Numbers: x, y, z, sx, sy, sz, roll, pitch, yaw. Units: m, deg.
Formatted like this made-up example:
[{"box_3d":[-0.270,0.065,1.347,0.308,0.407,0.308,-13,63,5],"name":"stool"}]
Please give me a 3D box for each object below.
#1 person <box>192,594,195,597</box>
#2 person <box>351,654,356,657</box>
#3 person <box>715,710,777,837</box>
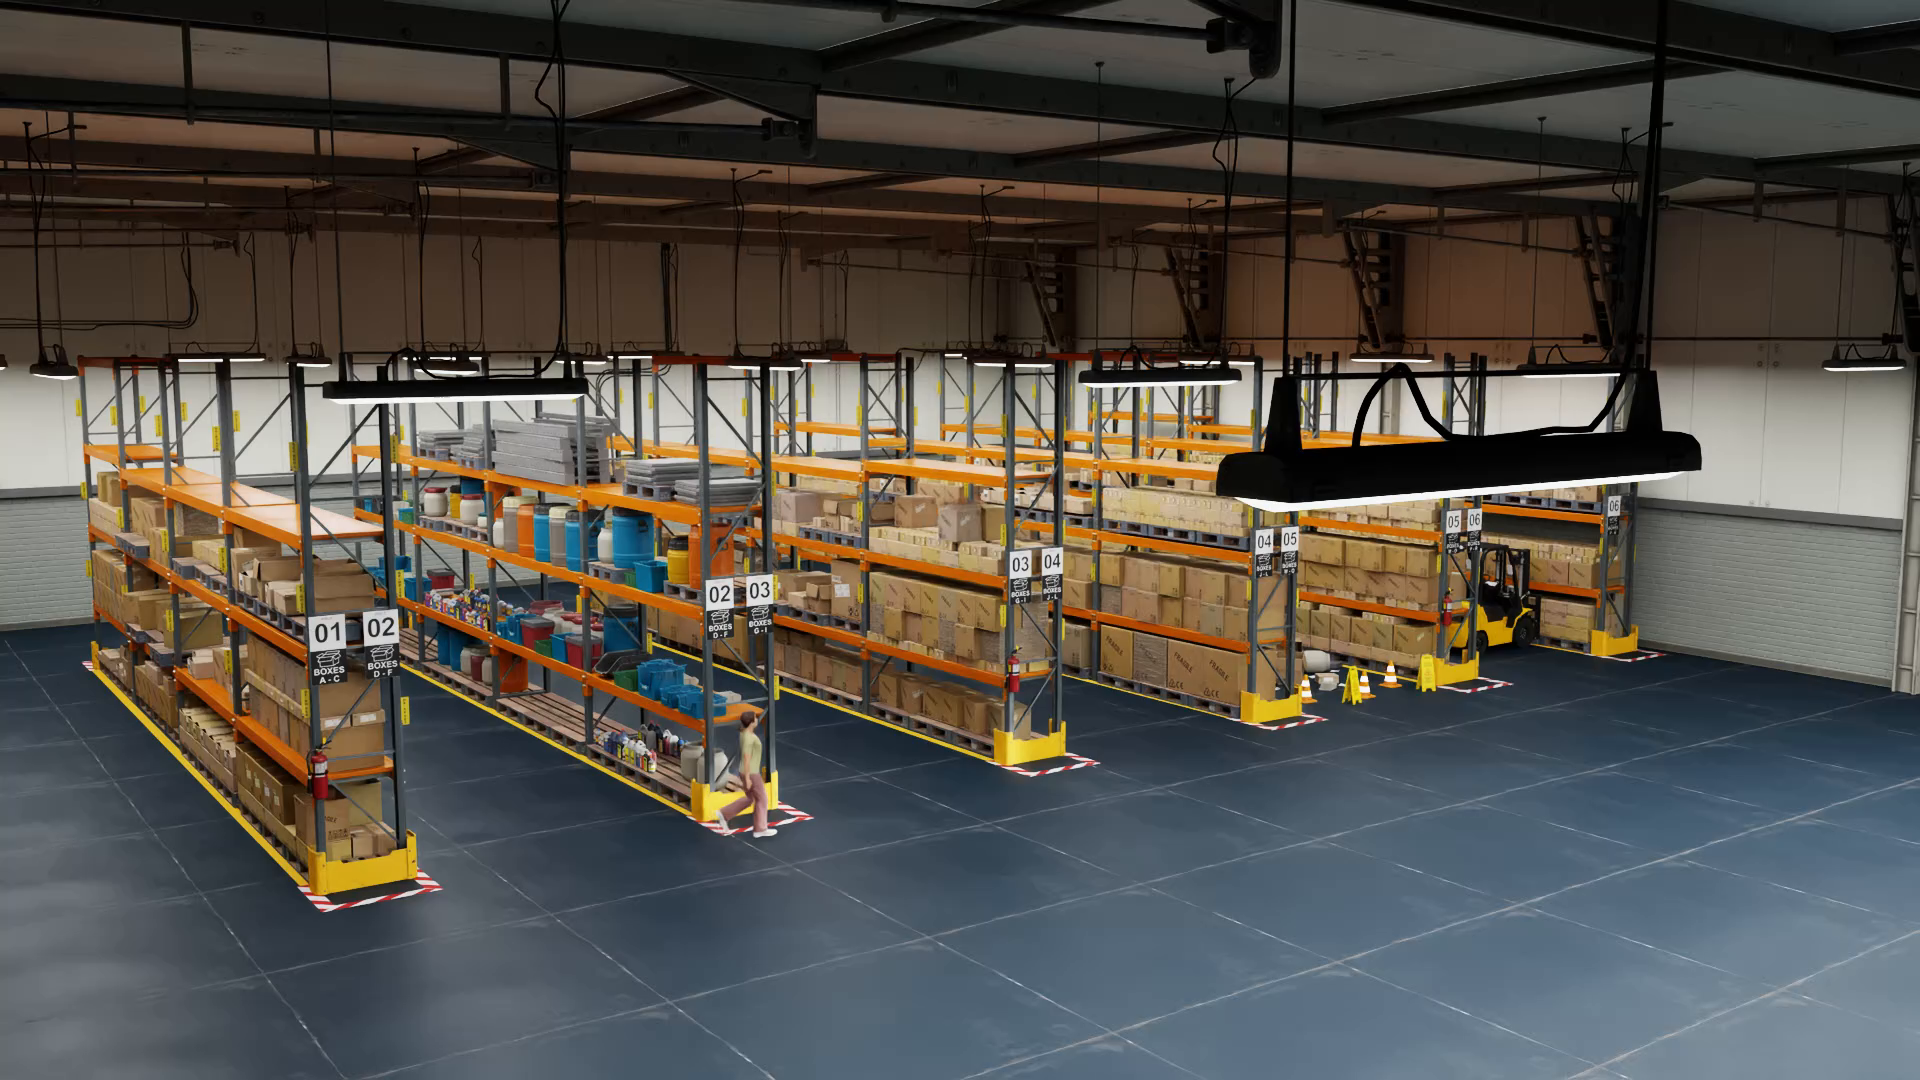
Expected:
[{"box_3d":[-15.471,1.383,33.506,1.097,1.719,0.566,3,7,21],"name":"person"},{"box_3d":[-11.121,1.902,30.079,0.600,1.597,0.702,-3,8,-26],"name":"person"},{"box_3d":[-2.726,2.959,21.102,0.771,1.634,0.467,-2,7,-13],"name":"person"}]
